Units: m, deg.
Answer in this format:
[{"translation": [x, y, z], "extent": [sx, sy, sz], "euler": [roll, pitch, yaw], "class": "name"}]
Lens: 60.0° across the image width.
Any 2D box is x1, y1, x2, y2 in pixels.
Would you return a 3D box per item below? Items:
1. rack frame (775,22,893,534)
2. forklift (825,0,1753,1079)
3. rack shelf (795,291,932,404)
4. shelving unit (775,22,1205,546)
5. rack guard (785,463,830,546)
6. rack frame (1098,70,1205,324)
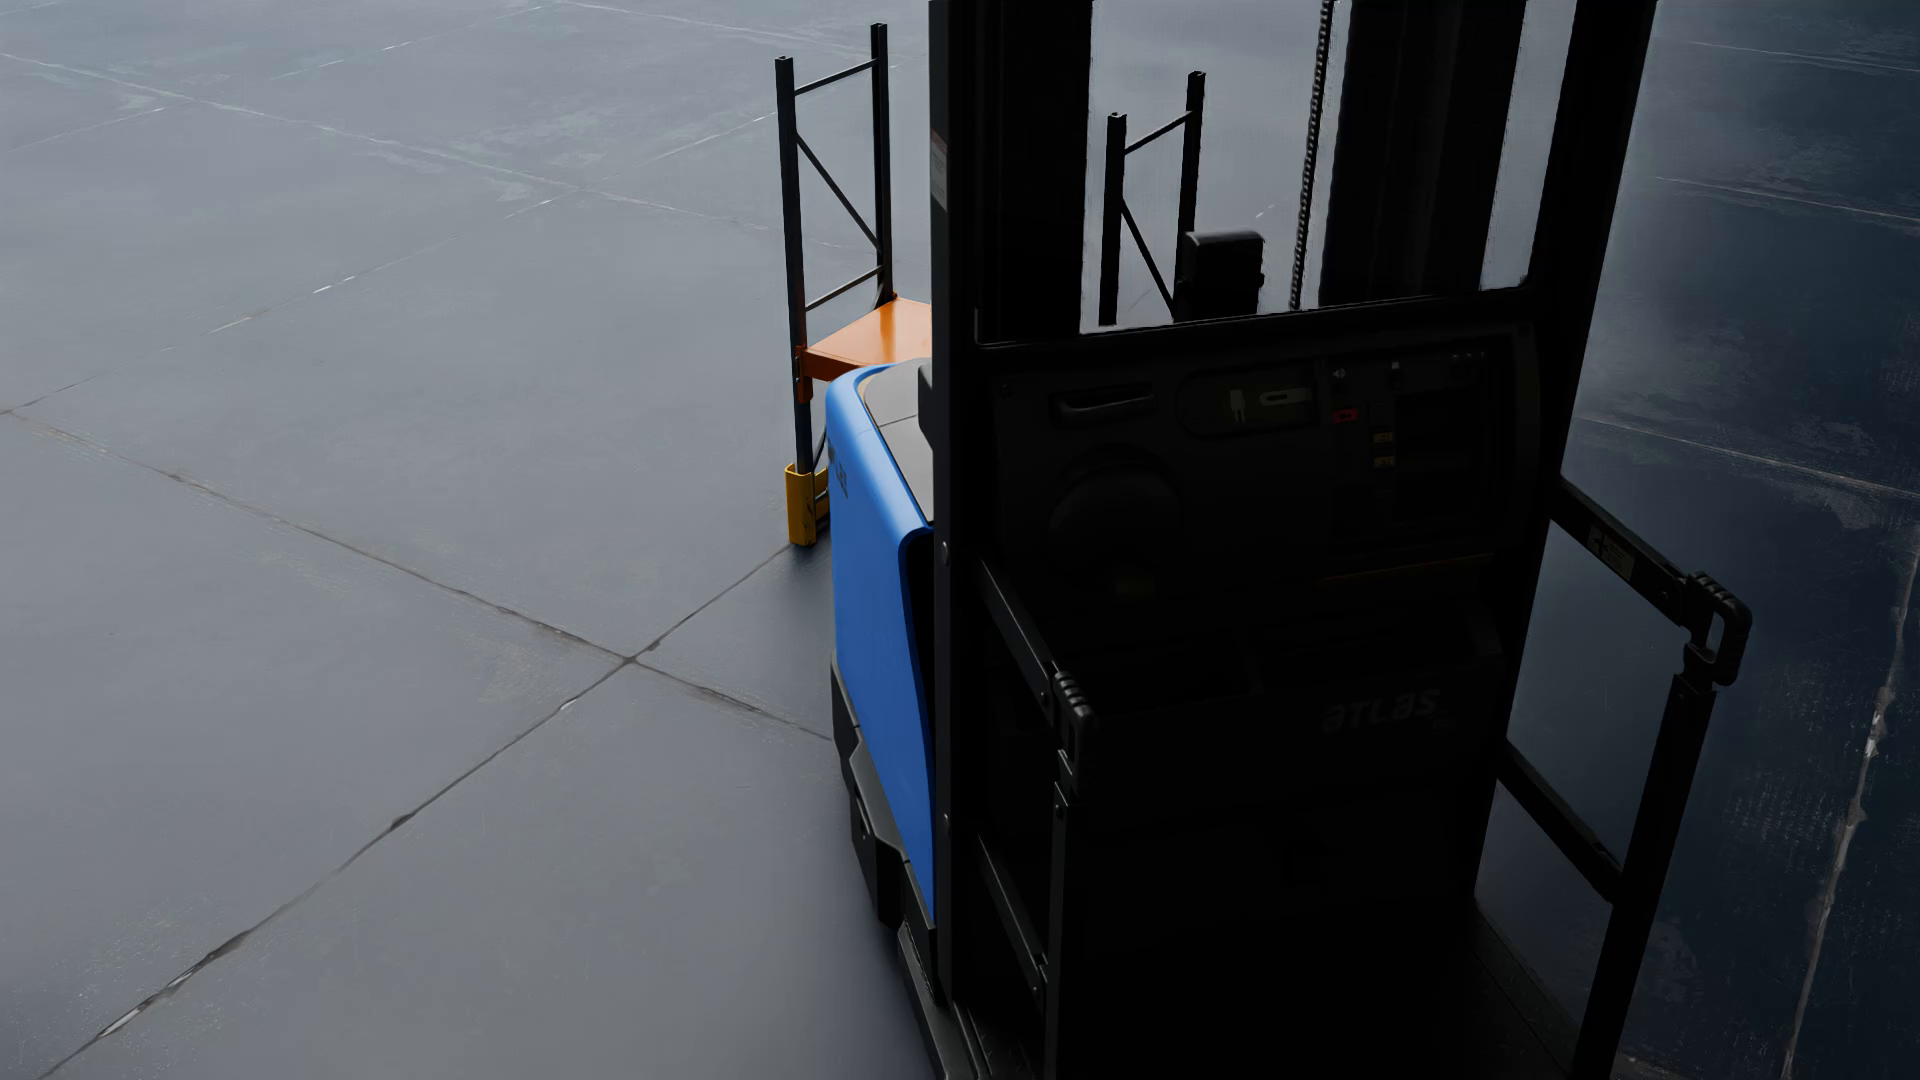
[{"translation": [-0.358, -0.761, 5.066], "extent": [0.032, 1.500, 0.500], "euler": [18, 35, 27], "class": "rack frame"}, {"translation": [0.560, -0.078, 2.476], "extent": [1.130, 2.935, 3.031], "euler": [-8, 31, -13], "class": "forklift"}, {"translation": [0.072, -0.470, 4.924], "extent": [1.000, 0.185, 0.538], "euler": [18, 35, 27], "class": "rack shelf"}, {"translation": [0.065, -0.627, 4.837], "extent": [1.083, 1.500, 0.587], "euler": [18, 35, 27], "class": "shelving unit"}, {"translation": [-0.357, -0.221, 5.381], "extent": [0.087, 0.250, 0.587], "euler": [18, 35, 27], "class": "rack guard"}, {"translation": [0.503, -0.489, 4.599], "extent": [0.032, 1.500, 0.500], "euler": [18, 35, 27], "class": "rack frame"}]
